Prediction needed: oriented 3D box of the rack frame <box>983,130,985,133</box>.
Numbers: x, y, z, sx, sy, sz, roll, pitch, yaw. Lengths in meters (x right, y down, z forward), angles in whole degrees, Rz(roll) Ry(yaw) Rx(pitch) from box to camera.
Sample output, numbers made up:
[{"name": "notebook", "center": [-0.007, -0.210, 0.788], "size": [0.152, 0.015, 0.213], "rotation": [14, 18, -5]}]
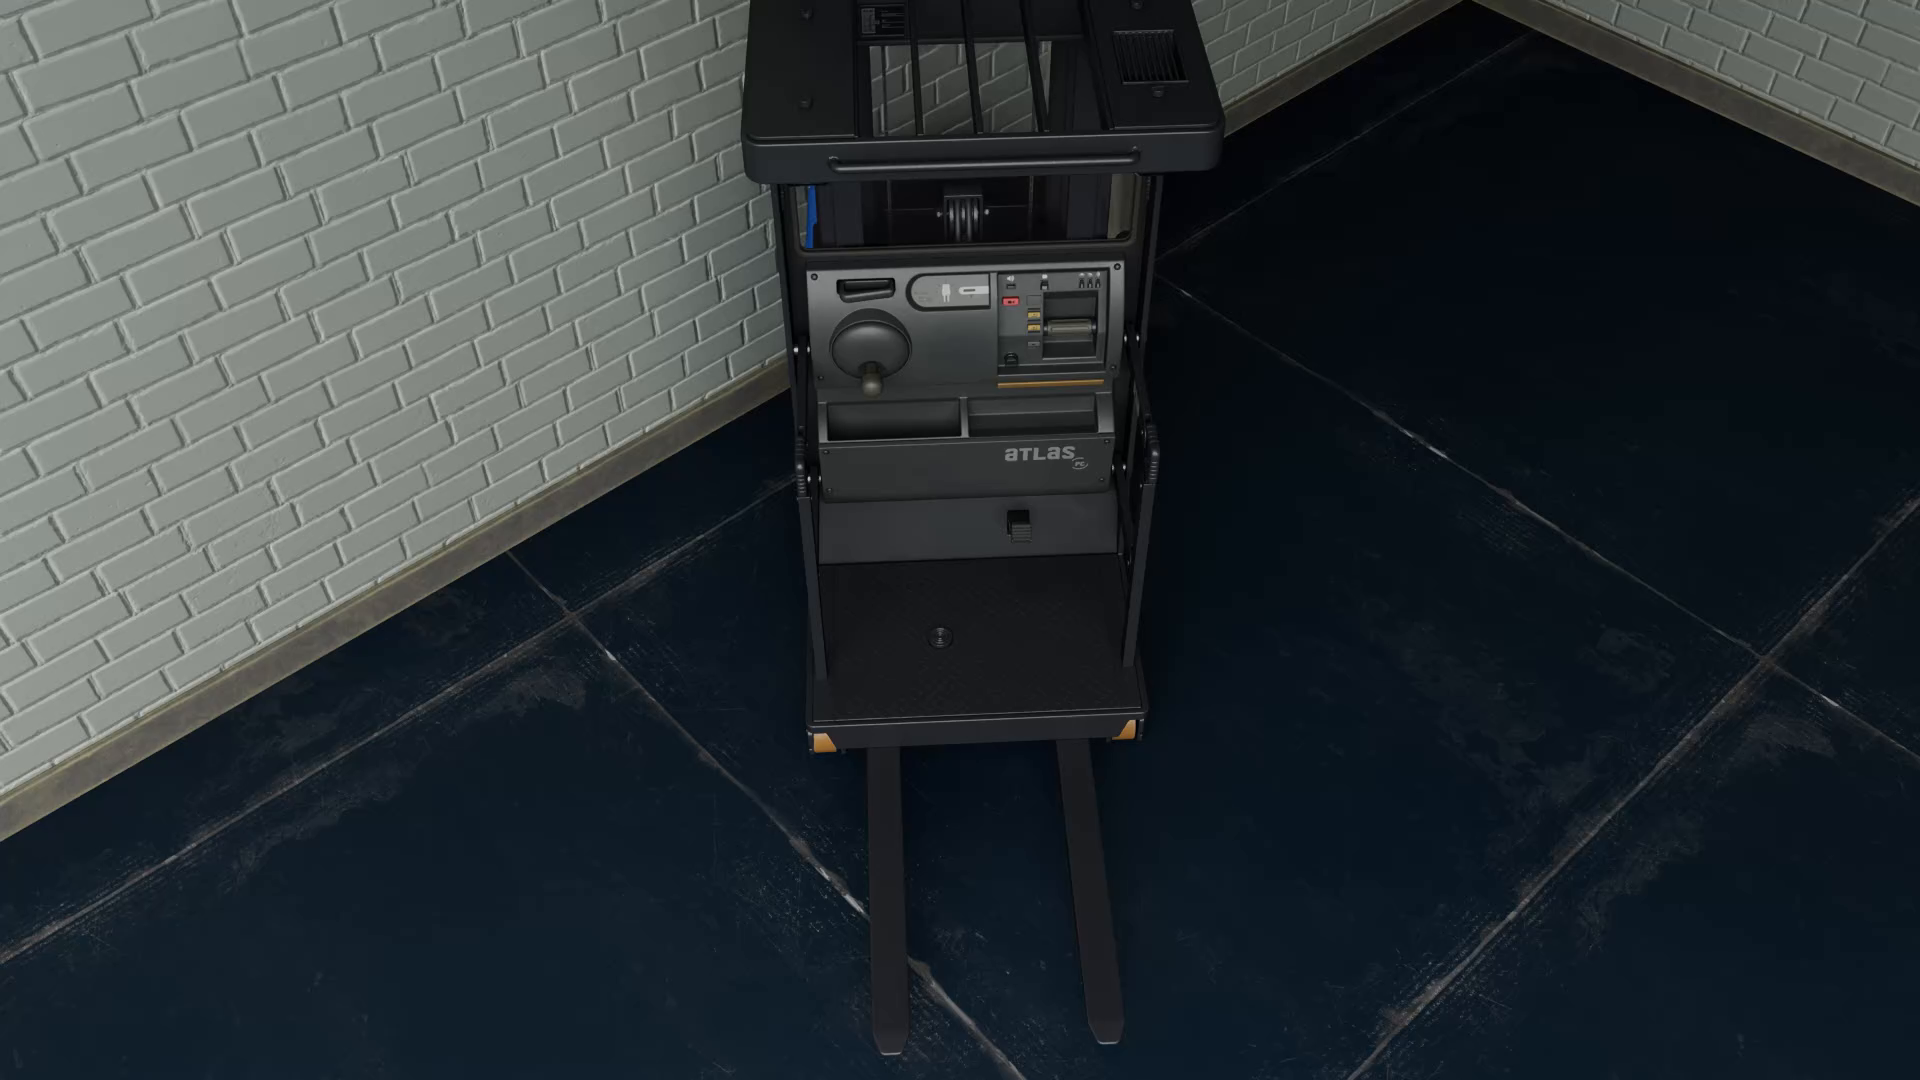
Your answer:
[{"name": "rack frame", "center": [0.097, -1.108, 6.558], "size": [0.008, 1.050, 0.200], "rotation": [-3, 47, -3]}]

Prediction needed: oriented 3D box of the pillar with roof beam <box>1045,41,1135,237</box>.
[{"name": "pillar with roof beam", "center": [3.500, -2.092, 2.057], "size": [0.400, 9.000, 9.100], "rotation": [-34, 56, -27]}]

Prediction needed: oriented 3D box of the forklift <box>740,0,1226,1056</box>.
[{"name": "forklift", "center": [0.033, -0.534, 4.749], "size": [1.130, 2.935, 3.031], "rotation": [-2, 47, -2]}]

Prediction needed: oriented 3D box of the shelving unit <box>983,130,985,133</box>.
[{"name": "shelving unit", "center": [-0.025, -1.102, 6.552], "size": [0.252, 1.050, 0.215], "rotation": [-3, 47, -3]}]
